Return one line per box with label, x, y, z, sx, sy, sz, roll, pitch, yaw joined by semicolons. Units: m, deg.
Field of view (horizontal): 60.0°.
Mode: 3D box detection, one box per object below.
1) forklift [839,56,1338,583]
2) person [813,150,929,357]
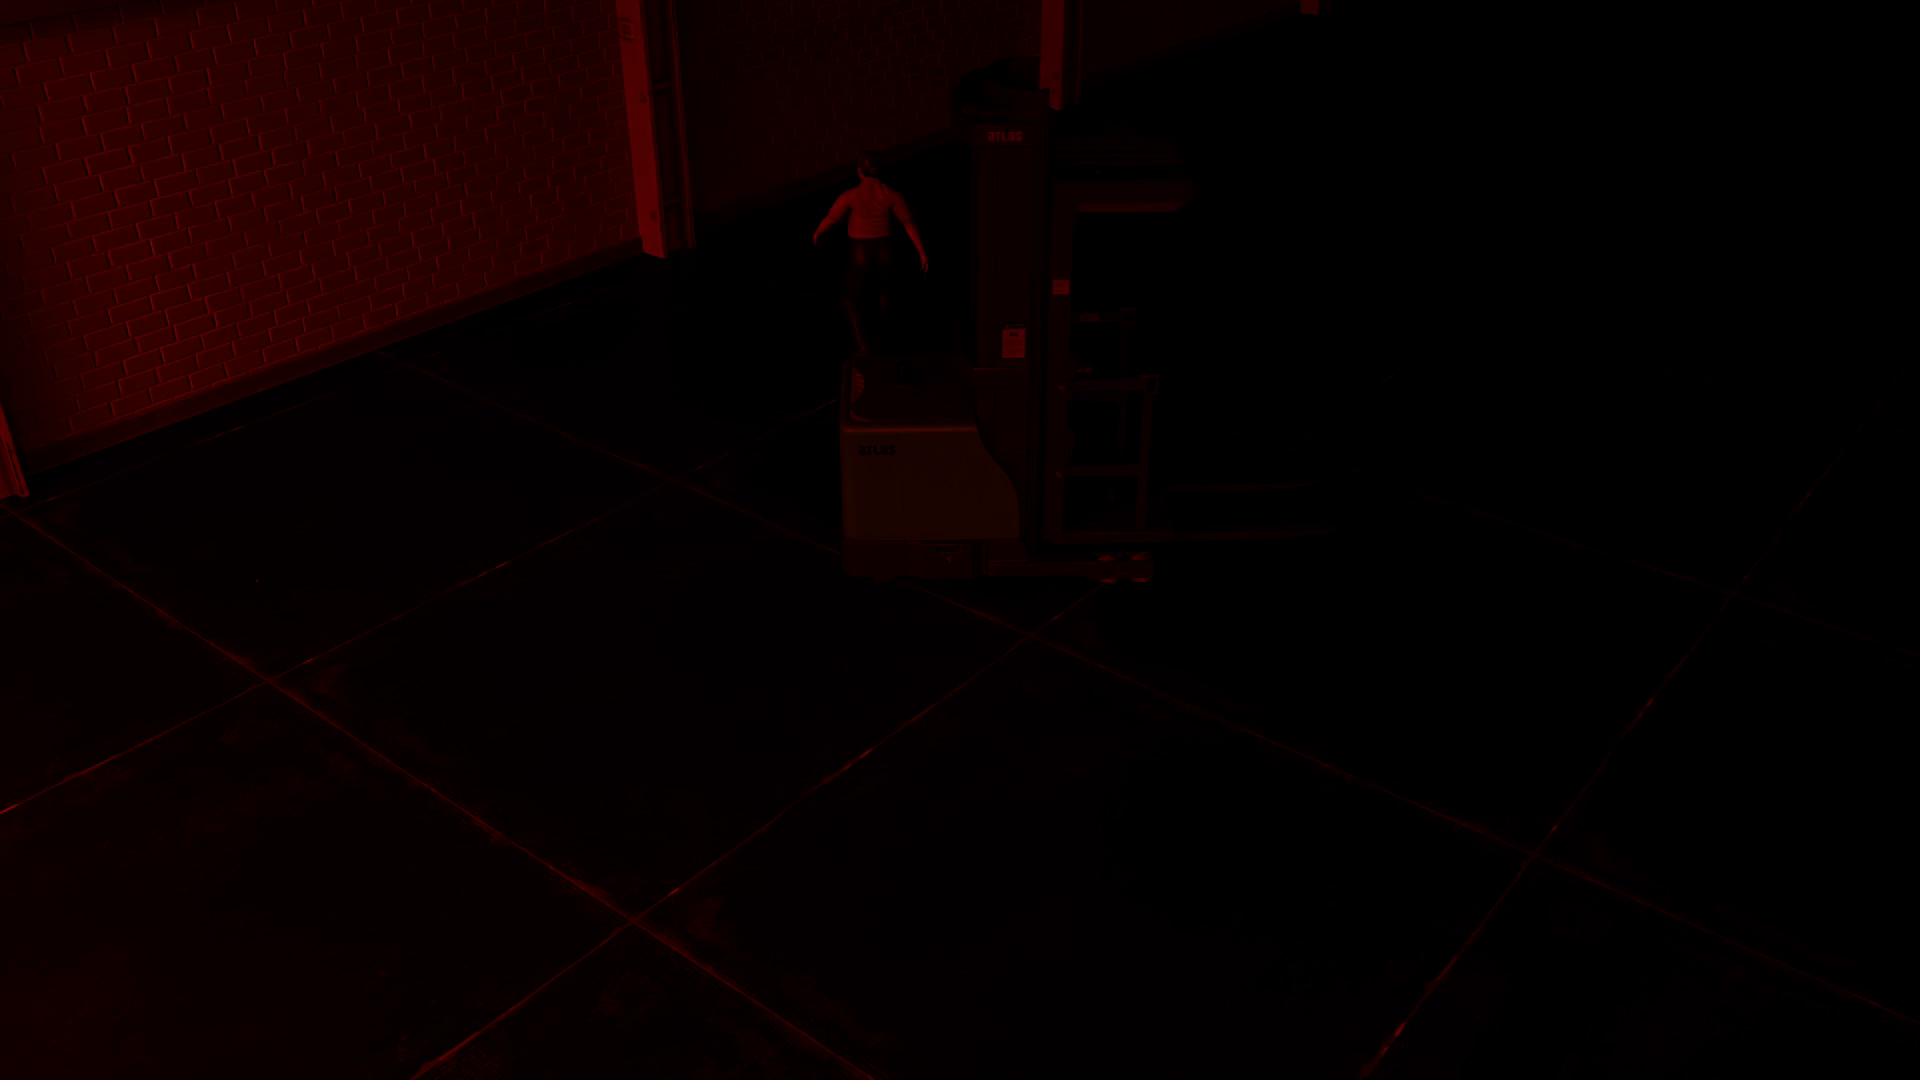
forklift;0.786;-1.272;9.771;3.031;2.935;1.130;-1;30;-2
person;-0.657;-2.131;12.543;0.792;1.633;0.655;-9;31;-15
